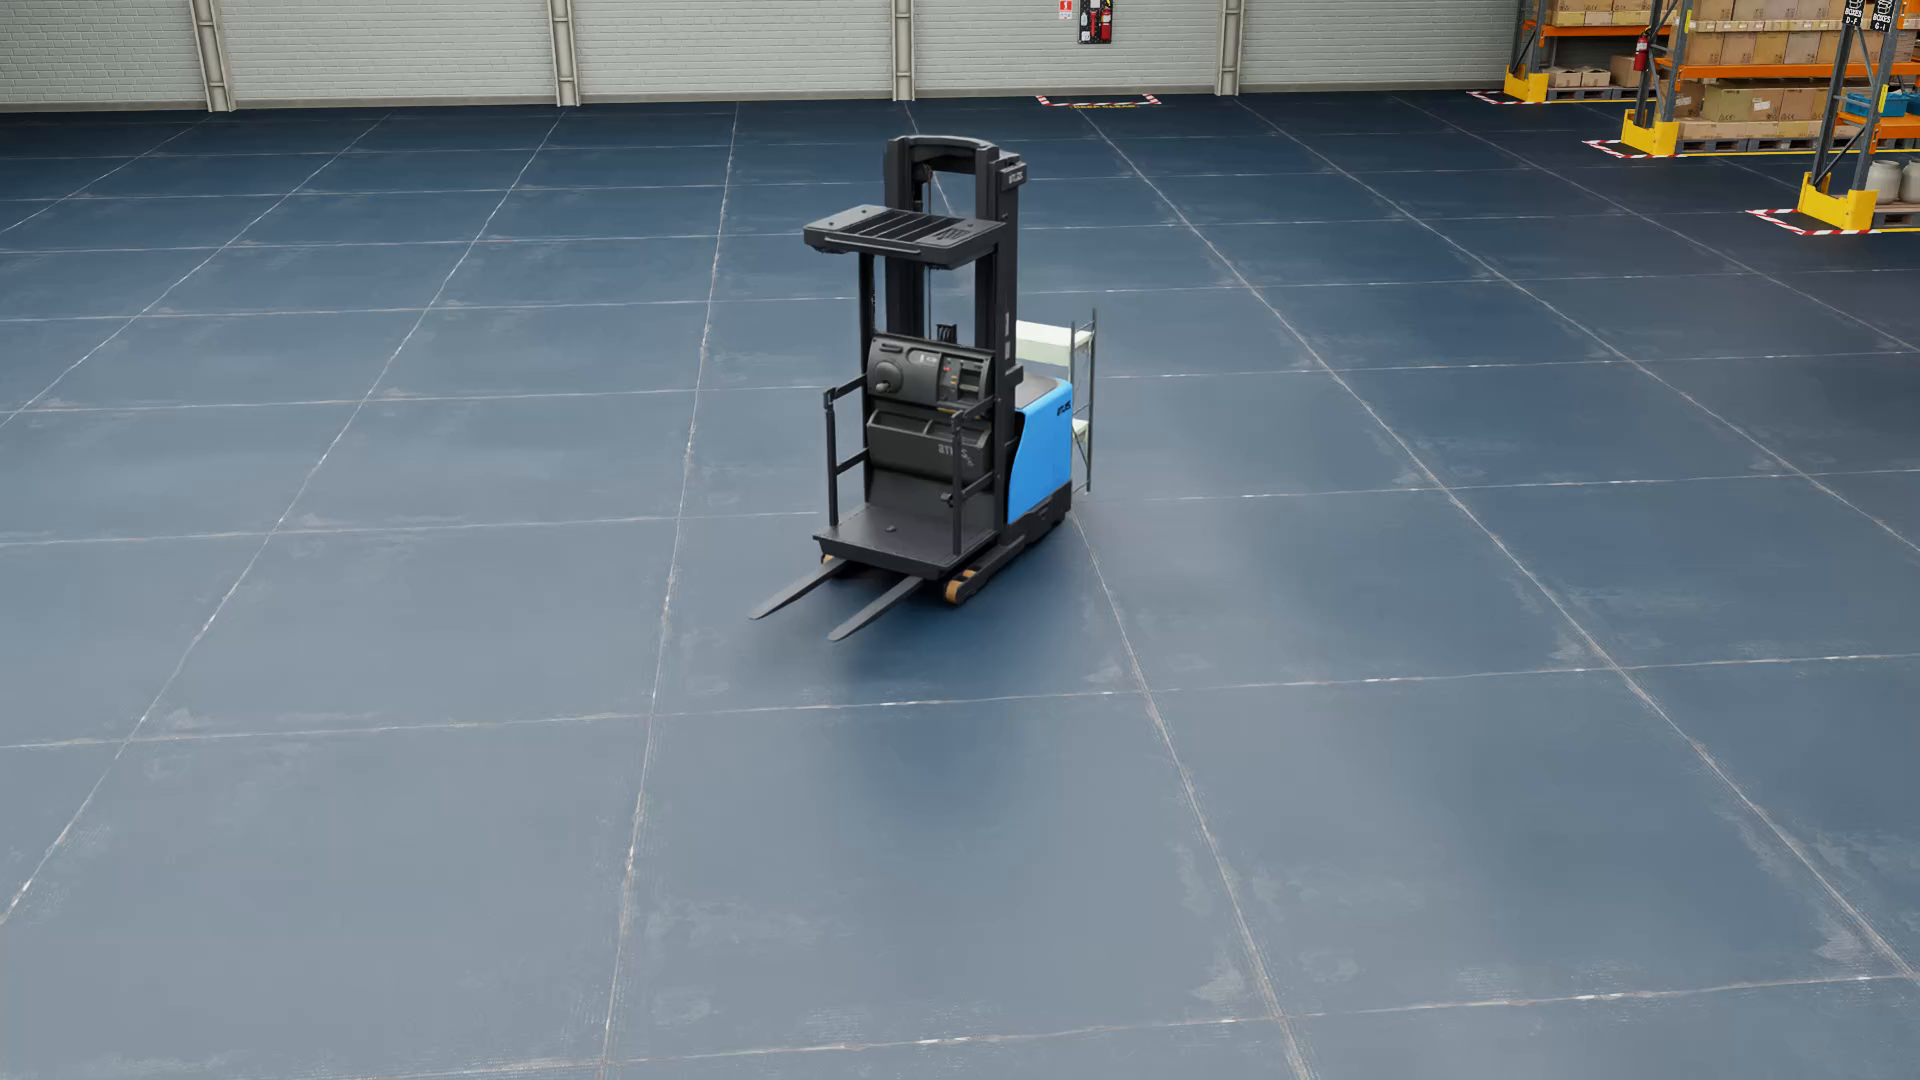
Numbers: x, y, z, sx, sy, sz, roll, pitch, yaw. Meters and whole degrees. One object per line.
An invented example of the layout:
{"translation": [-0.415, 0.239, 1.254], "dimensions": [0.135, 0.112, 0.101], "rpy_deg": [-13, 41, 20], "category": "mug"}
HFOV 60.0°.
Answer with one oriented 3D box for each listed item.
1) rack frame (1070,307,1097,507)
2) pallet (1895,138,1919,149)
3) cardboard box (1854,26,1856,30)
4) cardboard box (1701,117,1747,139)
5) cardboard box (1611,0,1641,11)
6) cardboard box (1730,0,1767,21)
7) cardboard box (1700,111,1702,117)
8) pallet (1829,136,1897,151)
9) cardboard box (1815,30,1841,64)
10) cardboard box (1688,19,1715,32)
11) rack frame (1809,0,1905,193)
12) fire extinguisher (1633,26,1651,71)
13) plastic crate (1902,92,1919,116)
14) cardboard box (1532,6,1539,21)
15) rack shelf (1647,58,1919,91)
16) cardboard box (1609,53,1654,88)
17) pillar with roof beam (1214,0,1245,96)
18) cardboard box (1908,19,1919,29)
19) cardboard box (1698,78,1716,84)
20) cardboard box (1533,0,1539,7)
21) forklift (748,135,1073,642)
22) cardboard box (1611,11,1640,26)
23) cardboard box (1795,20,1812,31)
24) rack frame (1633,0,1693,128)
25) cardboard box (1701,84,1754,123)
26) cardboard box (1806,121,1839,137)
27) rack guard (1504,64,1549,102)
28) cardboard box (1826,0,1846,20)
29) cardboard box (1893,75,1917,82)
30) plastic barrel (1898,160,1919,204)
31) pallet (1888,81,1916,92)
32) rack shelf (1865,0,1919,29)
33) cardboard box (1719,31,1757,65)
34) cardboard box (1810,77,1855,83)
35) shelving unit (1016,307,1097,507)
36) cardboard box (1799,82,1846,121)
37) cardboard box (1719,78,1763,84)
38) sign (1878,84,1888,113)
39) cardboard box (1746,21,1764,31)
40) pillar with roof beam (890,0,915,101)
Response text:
{"translation": [0.922, -0.993, 12.638], "dimensions": [0.023, 1.500, 0.400], "rpy_deg": [13, 27, 27], "category": "rack frame"}
{"translation": [15.499, -6.444, 26.488], "dimensions": [1.213, 0.211, 1.003], "rpy_deg": [-2, 24, -5], "category": "pallet"}
{"translation": [13.508, -7.878, 25.359], "dimensions": [0.250, 0.149, 0.380], "rpy_deg": [-2, 24, -5], "category": "cardboard box"}
{"translation": [11.842, -6.402, 25.828], "dimensions": [0.500, 0.250, 0.500], "rpy_deg": [-2, 24, -5], "category": "cardboard box"}
{"translation": [11.811, -9.730, 29.685], "dimensions": [0.500, 0.500, 0.500], "rpy_deg": [-3, 24, -7], "category": "cardboard box"}
{"translation": [11.831, -8.191, 25.264], "dimensions": [0.500, 0.500, 0.700], "rpy_deg": [-3, 24, -7], "category": "cardboard box"}
{"translation": [11.790, -6.614, 26.307], "dimensions": [0.500, 0.250, 0.500], "rpy_deg": [-2, 24, -5], "category": "cardboard box"}
{"translation": [13.974, -6.384, 26.353], "dimensions": [1.213, 0.211, 1.003], "rpy_deg": [-2, 24, -5], "category": "pallet"}
{"translation": [13.305, -7.656, 25.659], "dimensions": [0.500, 0.500, 0.700], "rpy_deg": [-2, 24, -4], "category": "cardboard box"}
{"translation": [11.201, -7.784, 25.148], "dimensions": [0.250, 0.149, 0.380], "rpy_deg": [-2, 24, -6], "category": "cardboard box"}
{"translation": [11.272, -5.511, 20.956], "dimensions": [0.127, 3.000, 1.000], "rpy_deg": [-2, 24, -5], "category": "rack frame"}
{"translation": [10.626, -7.661, 25.888], "dimensions": [0.183, 0.674, 0.296], "rpy_deg": [-2, 24, -5], "category": "fire extinguisher"}
{"translation": [12.388, -5.608, 21.356], "dimensions": [0.408, 0.251, 0.499], "rpy_deg": [-2, 24, -5], "category": "plastic crate"}
{"translation": [10.745, -9.553, 30.210], "dimensions": [0.500, 0.250, 0.500], "rpy_deg": [-2, 24, -4], "category": "cardboard box"}
{"translation": [12.780, -7.264, 25.786], "dimensions": [4.000, 0.370, 1.077], "rpy_deg": [-2, 24, -5], "category": "rack shelf"}
{"translation": [12.298, -8.597, 30.435], "dimensions": [0.500, 0.500, 0.700], "rpy_deg": [-4, 24, -8], "category": "cardboard box"}
{"translation": [5.362, -10.655, 25.142], "dimensions": [0.400, 9.000, 9.100], "rpy_deg": [-2, 24, -5], "category": "pillar with roof beam"}
{"translation": [14.520, -7.918, 25.449], "dimensions": [0.250, 0.149, 0.380], "rpy_deg": [-2, 24, -5], "category": "cardboard box"}
{"translation": [13.750, -8.548, 30.735], "dimensions": [0.250, 0.166, 0.380], "rpy_deg": [-5, 25, -12], "category": "cardboard box"}
{"translation": [10.747, -9.903, 30.075], "dimensions": [0.500, 0.500, 0.500], "rpy_deg": [-3, 24, -6], "category": "cardboard box"}
{"translation": [-0.319, -1.111, 11.140], "dimensions": [1.130, 2.935, 3.031], "rpy_deg": [13, 27, 27], "category": "forklift"}
{"translation": [11.838, -9.392, 29.847], "dimensions": [0.500, 0.250, 0.500], "rpy_deg": [-3, 24, -6], "category": "cardboard box"}
{"translation": [12.731, -7.845, 25.285], "dimensions": [0.250, 0.149, 0.380], "rpy_deg": [-2, 24, -5], "category": "cardboard box"}
{"translation": [10.789, -7.513, 25.461], "dimensions": [0.127, 3.000, 1.000], "rpy_deg": [-2, 24, -5], "category": "rack frame"}
{"translation": [11.842, -6.744, 25.674], "dimensions": [0.500, 0.500, 0.500], "rpy_deg": [-2, 24, -5], "category": "cardboard box"}
{"translation": [13.335, -6.460, 25.958], "dimensions": [0.500, 0.250, 0.500], "rpy_deg": [-2, 24, -5], "category": "cardboard box"}
{"translation": [10.374, -8.376, 30.480], "dimensions": [0.348, 0.500, 1.175], "rpy_deg": [-2, 24, -5], "category": "rack guard"}
{"translation": [13.328, -8.251, 25.400], "dimensions": [0.500, 0.500, 0.700], "rpy_deg": [-2, 24, -5], "category": "cardboard box"}
{"translation": [17.549, -8.844, 30.990], "dimensions": [0.500, 0.500, 0.700], "rpy_deg": [-2, 24, -4], "category": "cardboard box"}
{"translation": [12.419, -4.643, 21.550], "dimensions": [0.421, 0.512, 0.421], "rpy_deg": [0, 24, 0], "category": "plastic barrel"}
{"translation": [17.482, -8.530, 31.181], "dimensions": [1.213, 0.211, 1.003], "rpy_deg": [-2, 24, -5], "category": "pallet"}
{"translation": [13.263, -6.633, 20.672], "dimensions": [4.000, 0.370, 1.077], "rpy_deg": [-2, 24, -5], "category": "rack shelf"}
{"translation": [11.777, -7.595, 25.522], "dimensions": [0.500, 0.500, 0.700], "rpy_deg": [-2, 24, -4], "category": "cardboard box"}
{"translation": [13.781, -7.036, 26.332], "dimensions": [0.500, 0.500, 0.500], "rpy_deg": [-2, 24, -5], "category": "cardboard box"}
{"translation": [0.603, -1.066, 12.803], "dimensions": [0.755, 1.500, 0.431], "rpy_deg": [13, 27, 27], "category": "shelving unit"}
{"translation": [13.334, -6.808, 25.818], "dimensions": [0.500, 0.500, 0.500], "rpy_deg": [-2, 24, -5], "category": "cardboard box"}
{"translation": [12.287, -6.979, 26.203], "dimensions": [0.500, 0.500, 0.500], "rpy_deg": [-2, 24, -5], "category": "cardboard box"}
{"translation": [11.322, -5.415, 20.399], "dimensions": [0.005, 0.325, 0.100], "rpy_deg": [-2, 24, -5], "category": "sign"}
{"translation": [11.963, -7.814, 25.216], "dimensions": [0.250, 0.149, 0.380], "rpy_deg": [-3, 24, -6], "category": "cardboard box"}
{"translation": [-0.608, -10.415, 24.603], "dimensions": [0.400, 9.000, 9.100], "rpy_deg": [-2, 24, -5], "category": "pillar with roof beam"}
